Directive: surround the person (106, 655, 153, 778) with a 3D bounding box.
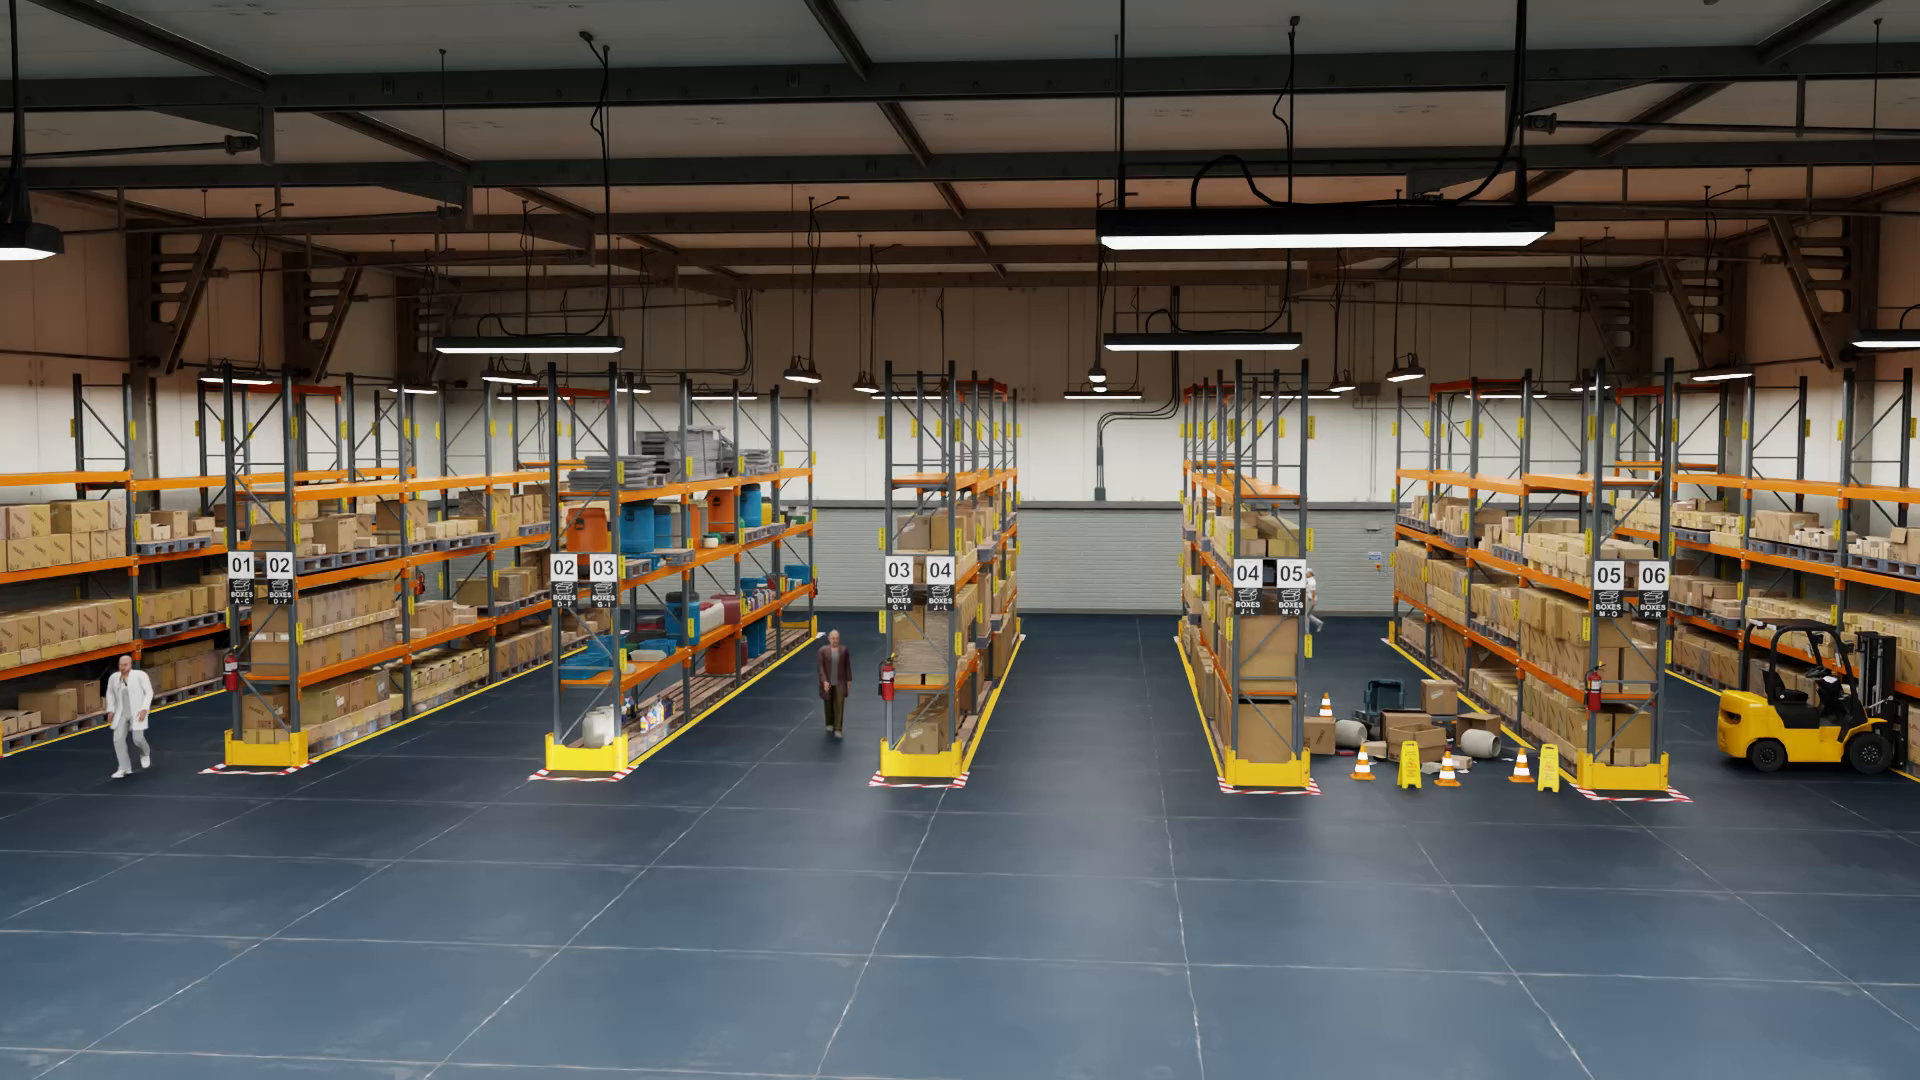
[{"bbox_3d":[-12.096,2.632,24.266,0.673,1.574,0.740,0,4,-6],"label":"person"}]

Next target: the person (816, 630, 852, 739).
[{"bbox_3d":[-2.045,2.335,27.192,0.596,1.722,1.069,-1,4,-9],"label":"person"}]

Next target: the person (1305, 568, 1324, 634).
[{"bbox_3d":[8.553,1.498,40.523,0.668,1.642,0.492,0,4,4],"label":"person"}]
